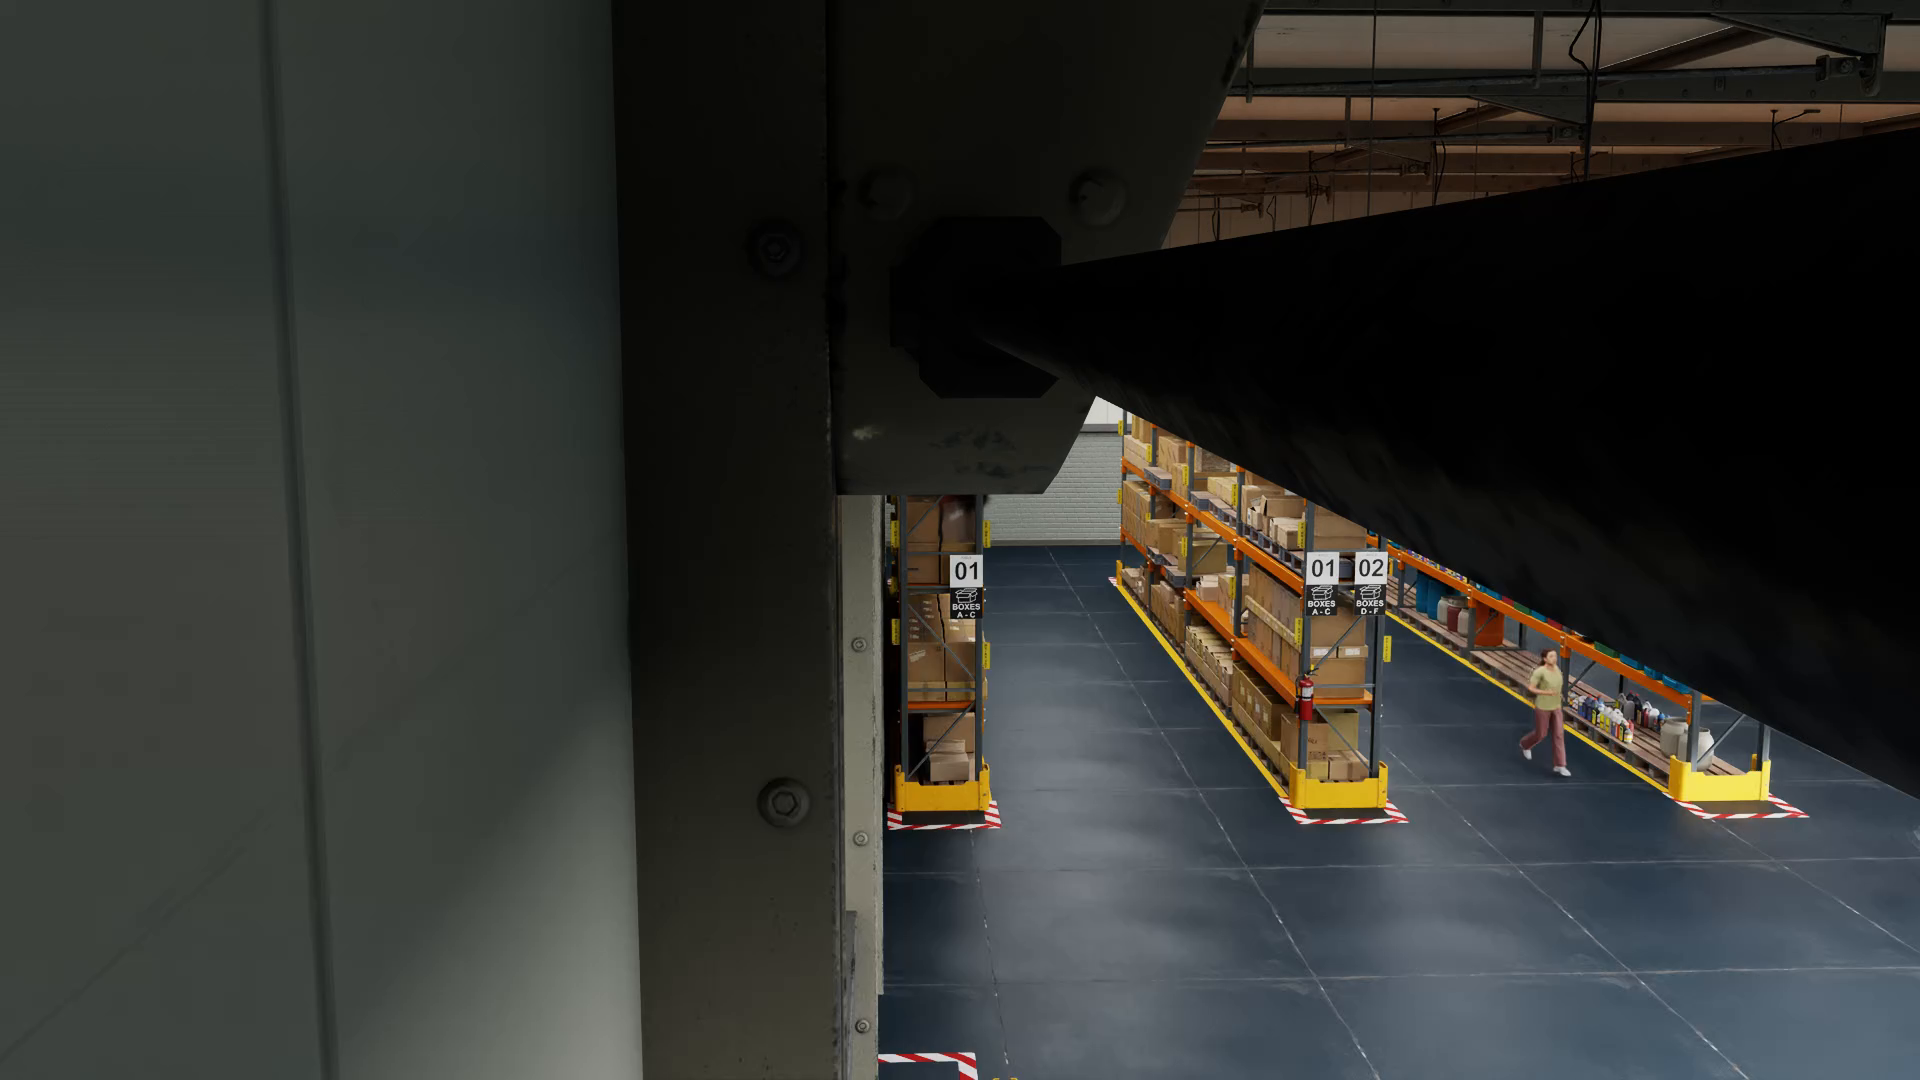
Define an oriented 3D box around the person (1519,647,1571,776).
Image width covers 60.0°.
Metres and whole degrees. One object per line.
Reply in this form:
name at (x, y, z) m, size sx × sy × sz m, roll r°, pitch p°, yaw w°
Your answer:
person at (7.805, 2.230, 22.066) m, size 0.580 × 1.639 × 0.990 m, roll -3°, pitch 9°, yaw -17°
